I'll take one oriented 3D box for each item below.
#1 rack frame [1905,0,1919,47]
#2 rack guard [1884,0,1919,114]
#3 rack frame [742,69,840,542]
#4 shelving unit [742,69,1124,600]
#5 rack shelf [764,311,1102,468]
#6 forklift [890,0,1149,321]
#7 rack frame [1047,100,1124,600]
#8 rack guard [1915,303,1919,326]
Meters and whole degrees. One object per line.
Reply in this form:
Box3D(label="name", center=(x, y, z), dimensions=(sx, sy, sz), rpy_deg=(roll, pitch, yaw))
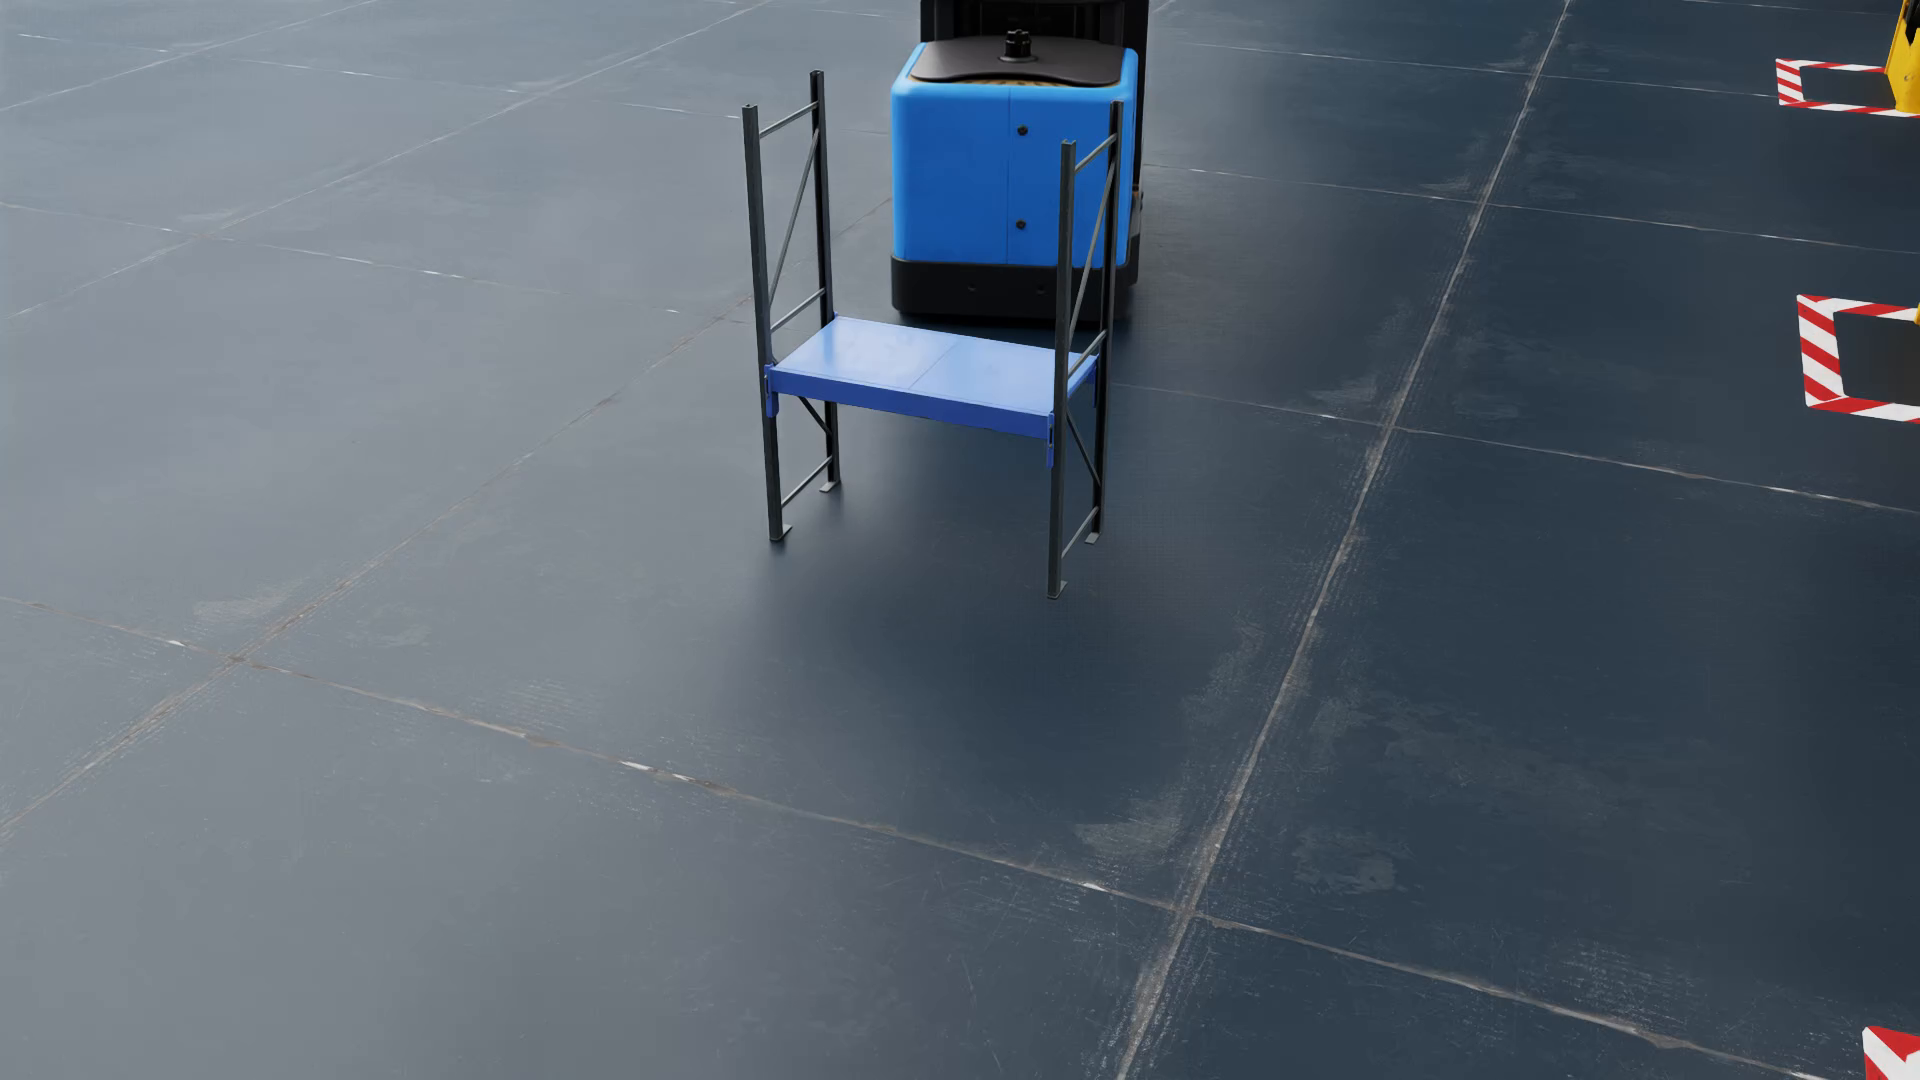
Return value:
Box3D(label="rack frame", center=(6.258, -4.272, 10.259), dimensions=(0.127, 3.000, 1.000), rpy_deg=(11, 31, 19))
Box3D(label="rack guard", center=(6.328, -3.169, 10.849), dimensions=(0.348, 0.500, 1.175), rpy_deg=(11, 31, 19))
Box3D(label="rack frame", center=(-0.550, -0.763, 5.575), dimensions=(0.032, 1.500, 0.500), rpy_deg=(11, 31, 19))
Box3D(label="shelving unit", center=(-0.079, -0.669, 5.409), dimensions=(1.048, 1.500, 0.538), rpy_deg=(11, 31, 19))
Box3D(label="rack shelf", center=(-0.079, -0.512, 5.497), dimensions=(1.000, 0.185, 0.538), rpy_deg=(11, 31, 19))
Box3D(label="forklift", center=(0.383, -2.937, 7.967), dimensions=(1.130, 2.935, 3.031), rpy_deg=(3, 30, 6))
Box3D(label="rack frame", center=(0.392, -0.575, 5.242), dimensions=(0.032, 1.500, 0.500), rpy_deg=(11, 31, 19))
Box3D(label="rack guard", center=(4.277, -0.945, 6.914), dimensions=(0.348, 0.500, 1.175), rpy_deg=(11, 31, 19))
